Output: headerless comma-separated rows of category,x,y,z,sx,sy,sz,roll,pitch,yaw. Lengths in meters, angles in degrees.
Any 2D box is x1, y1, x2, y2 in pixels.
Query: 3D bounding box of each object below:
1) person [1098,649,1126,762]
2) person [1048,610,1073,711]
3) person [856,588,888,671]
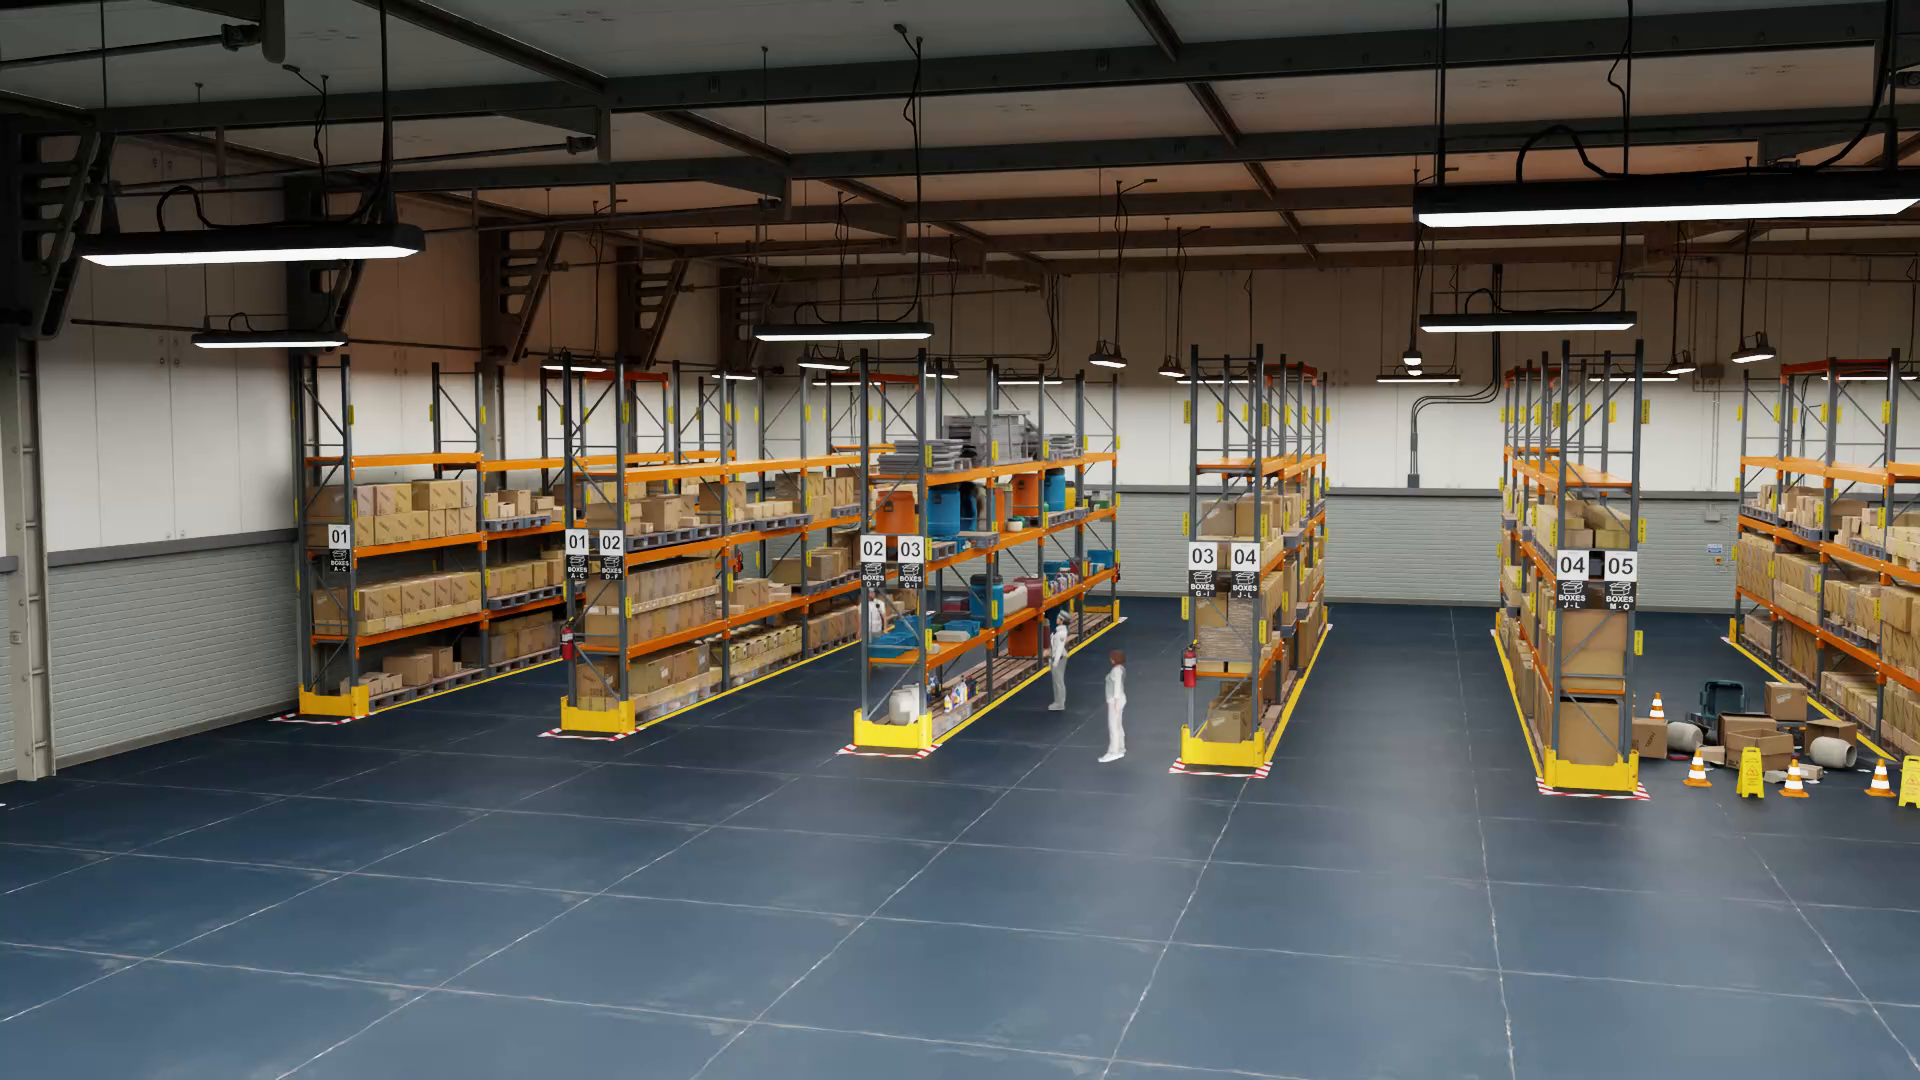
person,2.230,2.408,24.199,0.370,1.580,0.518,1,4,12
person,1.680,2.027,28.249,0.453,1.698,0.494,-1,4,-15
person,-1.688,1.724,31.964,0.634,1.729,0.980,0,4,5
